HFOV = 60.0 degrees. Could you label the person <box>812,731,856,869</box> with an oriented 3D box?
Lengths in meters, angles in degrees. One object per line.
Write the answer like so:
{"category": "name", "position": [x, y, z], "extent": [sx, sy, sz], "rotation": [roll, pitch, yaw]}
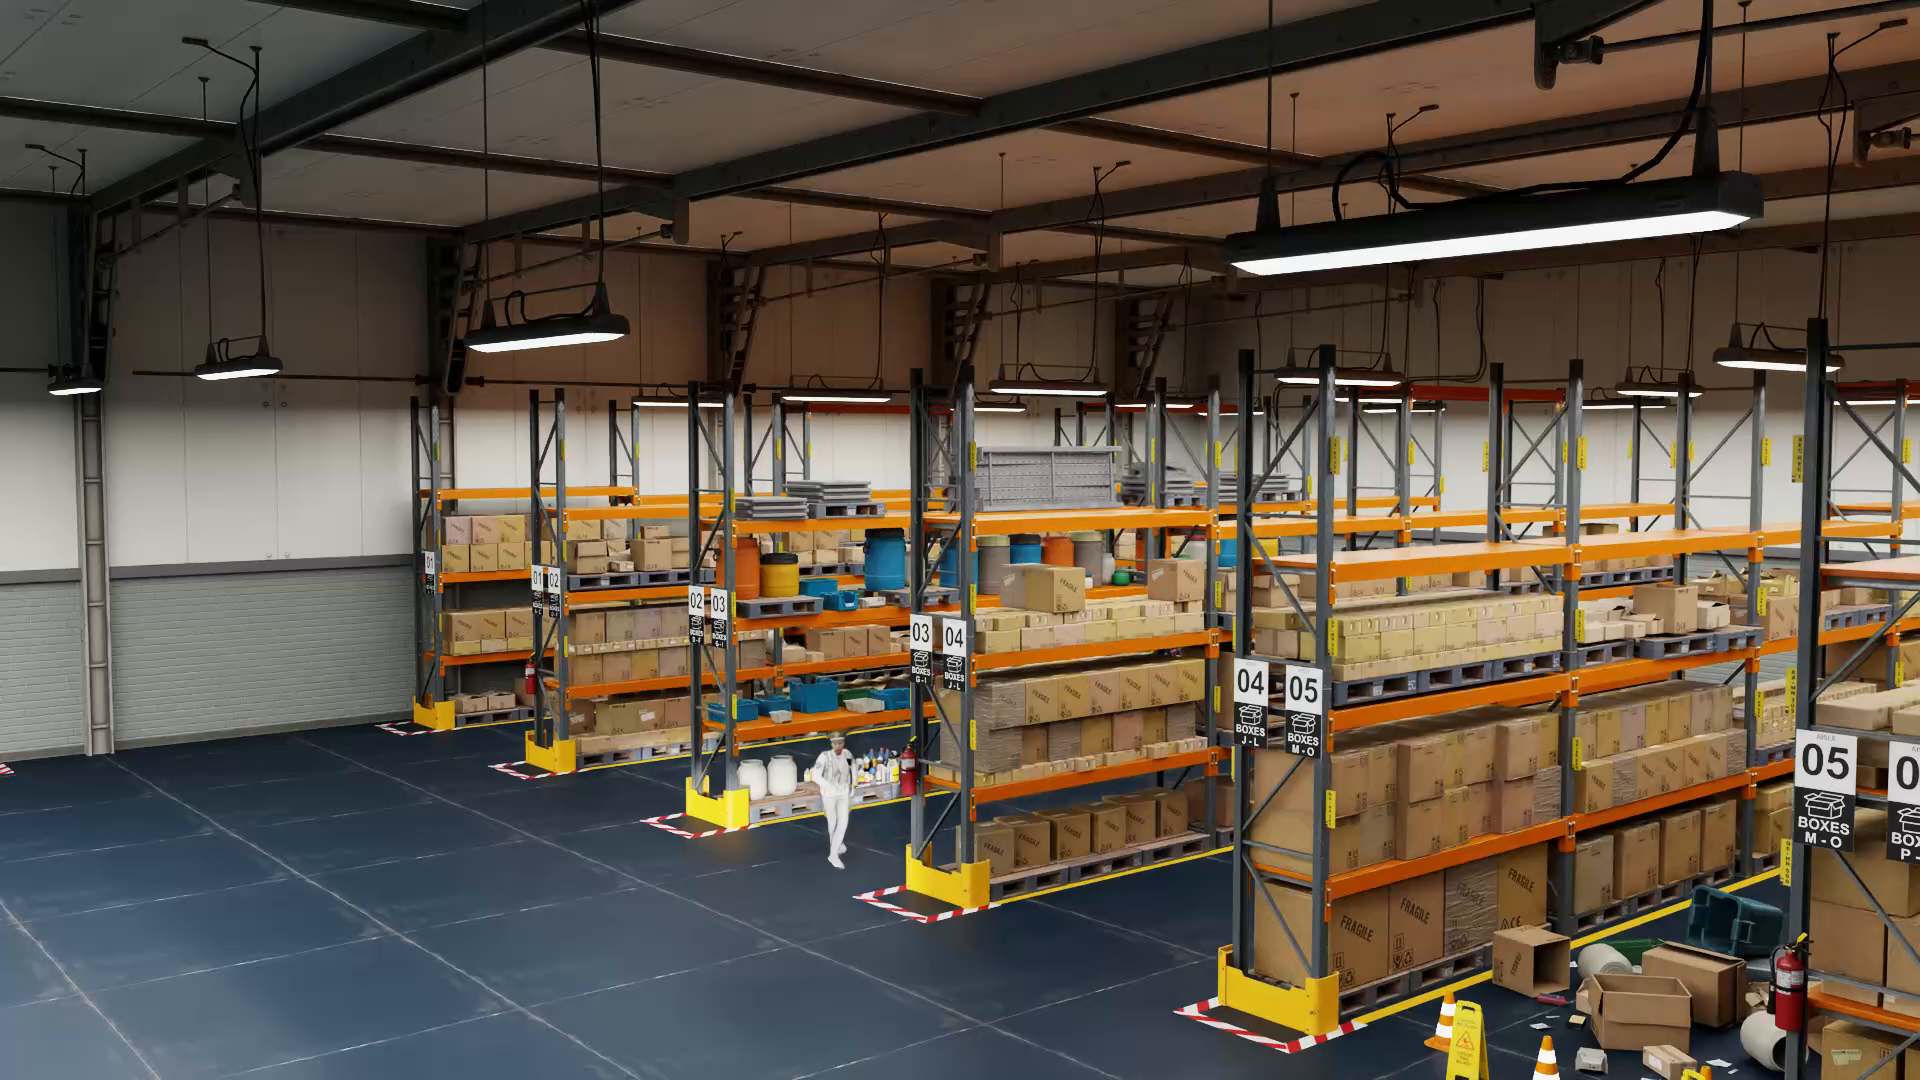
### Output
{"category": "person", "position": [-1.550, 3.137, 20.446], "extent": [0.588, 1.661, 0.789], "rotation": [-1, 3, -14]}

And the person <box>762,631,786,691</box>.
{"category": "person", "position": [-3.722, 2.386, 32.295], "extent": [0.691, 1.750, 1.011], "rotation": [2, 4, 25]}
